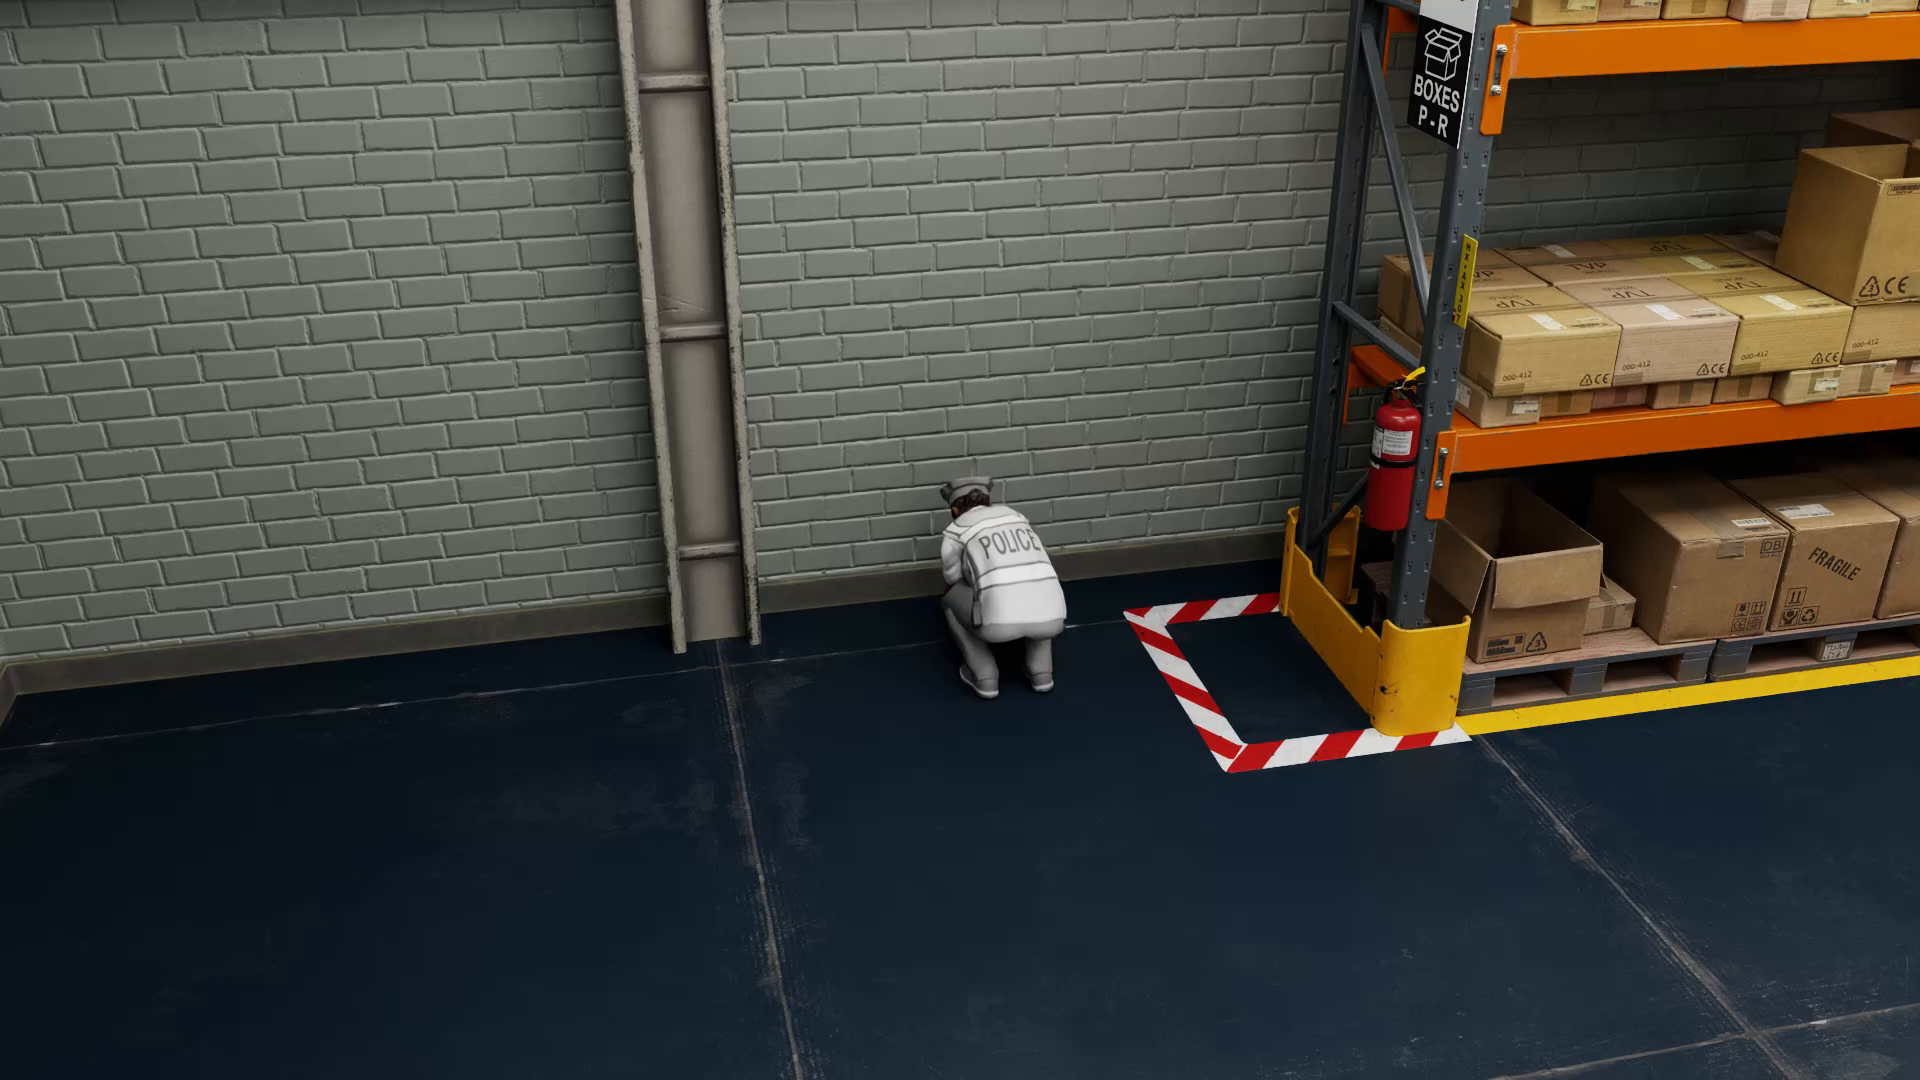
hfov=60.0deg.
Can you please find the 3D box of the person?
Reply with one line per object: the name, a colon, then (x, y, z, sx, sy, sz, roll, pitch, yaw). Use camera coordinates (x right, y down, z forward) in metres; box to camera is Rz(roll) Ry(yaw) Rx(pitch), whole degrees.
person: (0.164, 0.219, 7.232, 0.475, 0.851, 0.896, -6, 28, -12)
